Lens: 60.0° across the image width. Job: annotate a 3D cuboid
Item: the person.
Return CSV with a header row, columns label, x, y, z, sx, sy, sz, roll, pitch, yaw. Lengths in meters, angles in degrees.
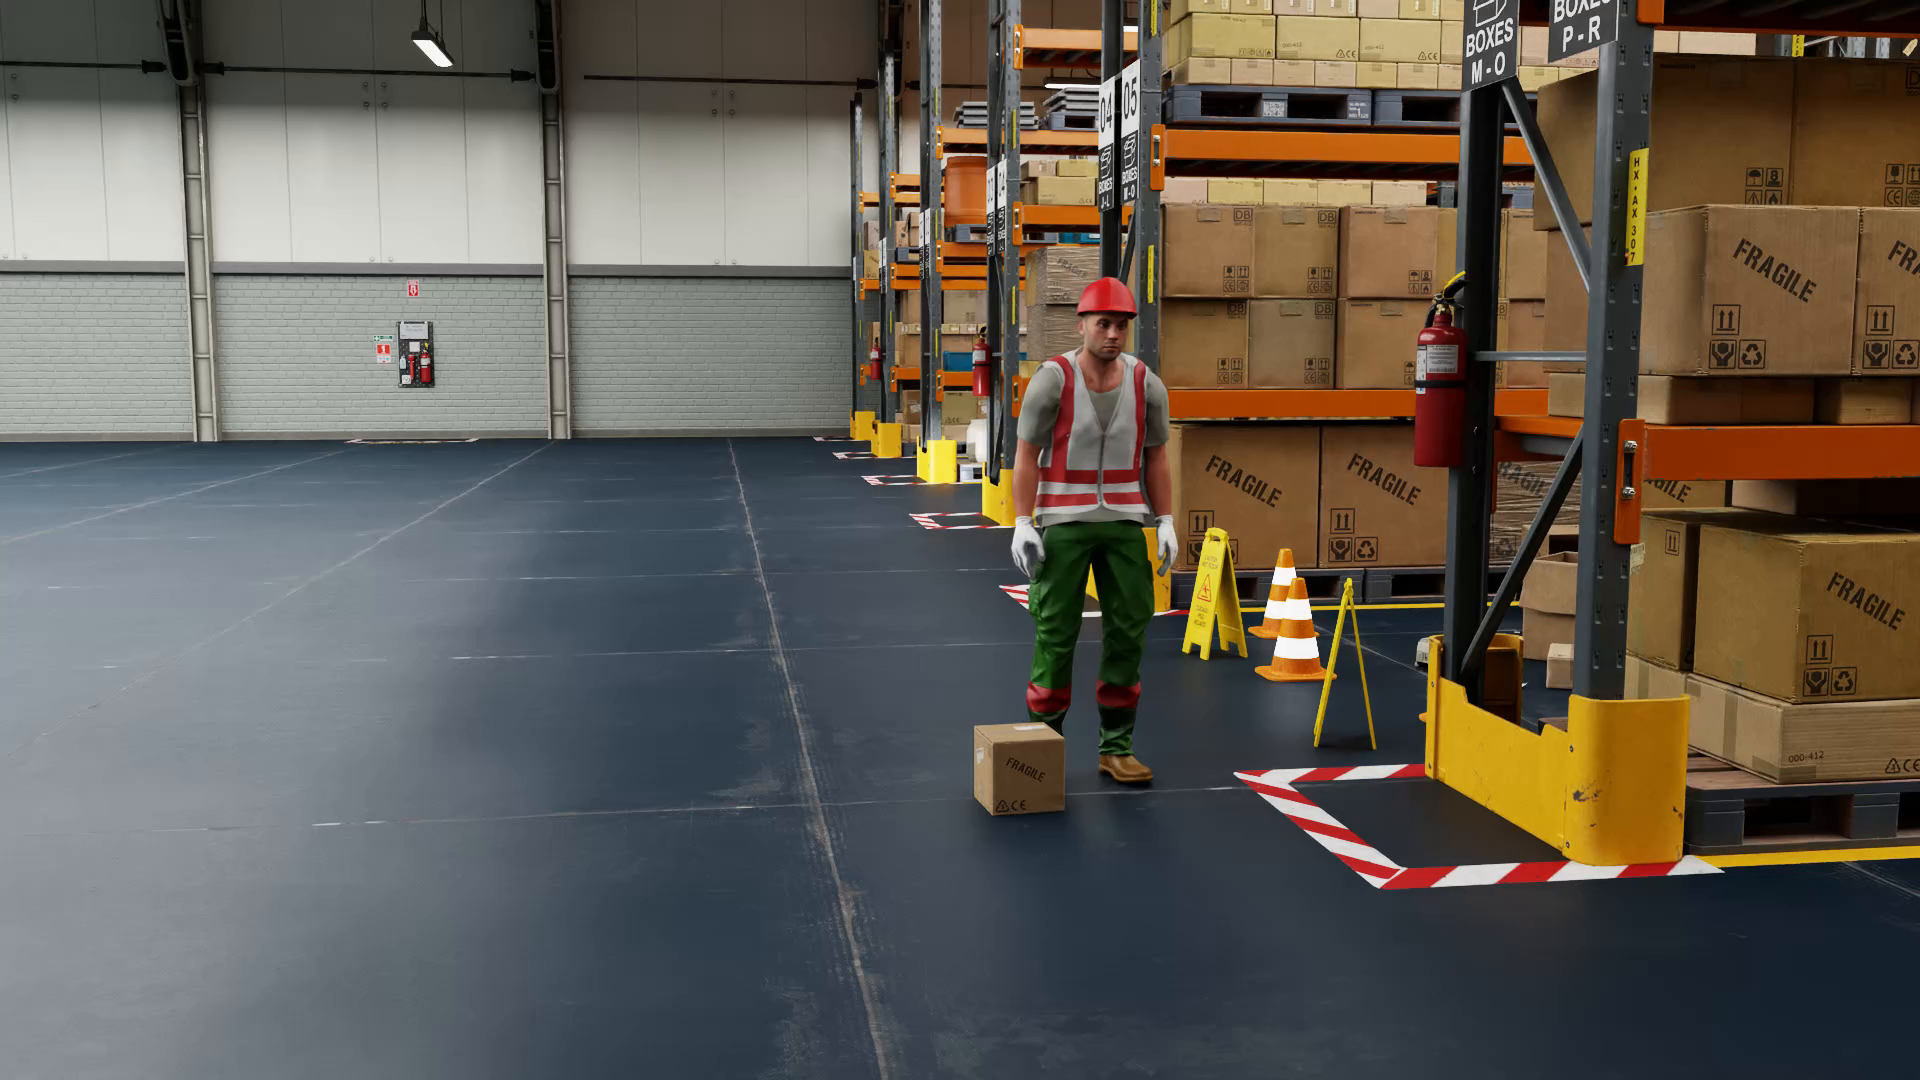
label,x,y,z,sx,sy,sz,roll,pitch,yaw
person,0.473,-0.025,5.863,0.609,1.780,0.448,-1,7,-11
